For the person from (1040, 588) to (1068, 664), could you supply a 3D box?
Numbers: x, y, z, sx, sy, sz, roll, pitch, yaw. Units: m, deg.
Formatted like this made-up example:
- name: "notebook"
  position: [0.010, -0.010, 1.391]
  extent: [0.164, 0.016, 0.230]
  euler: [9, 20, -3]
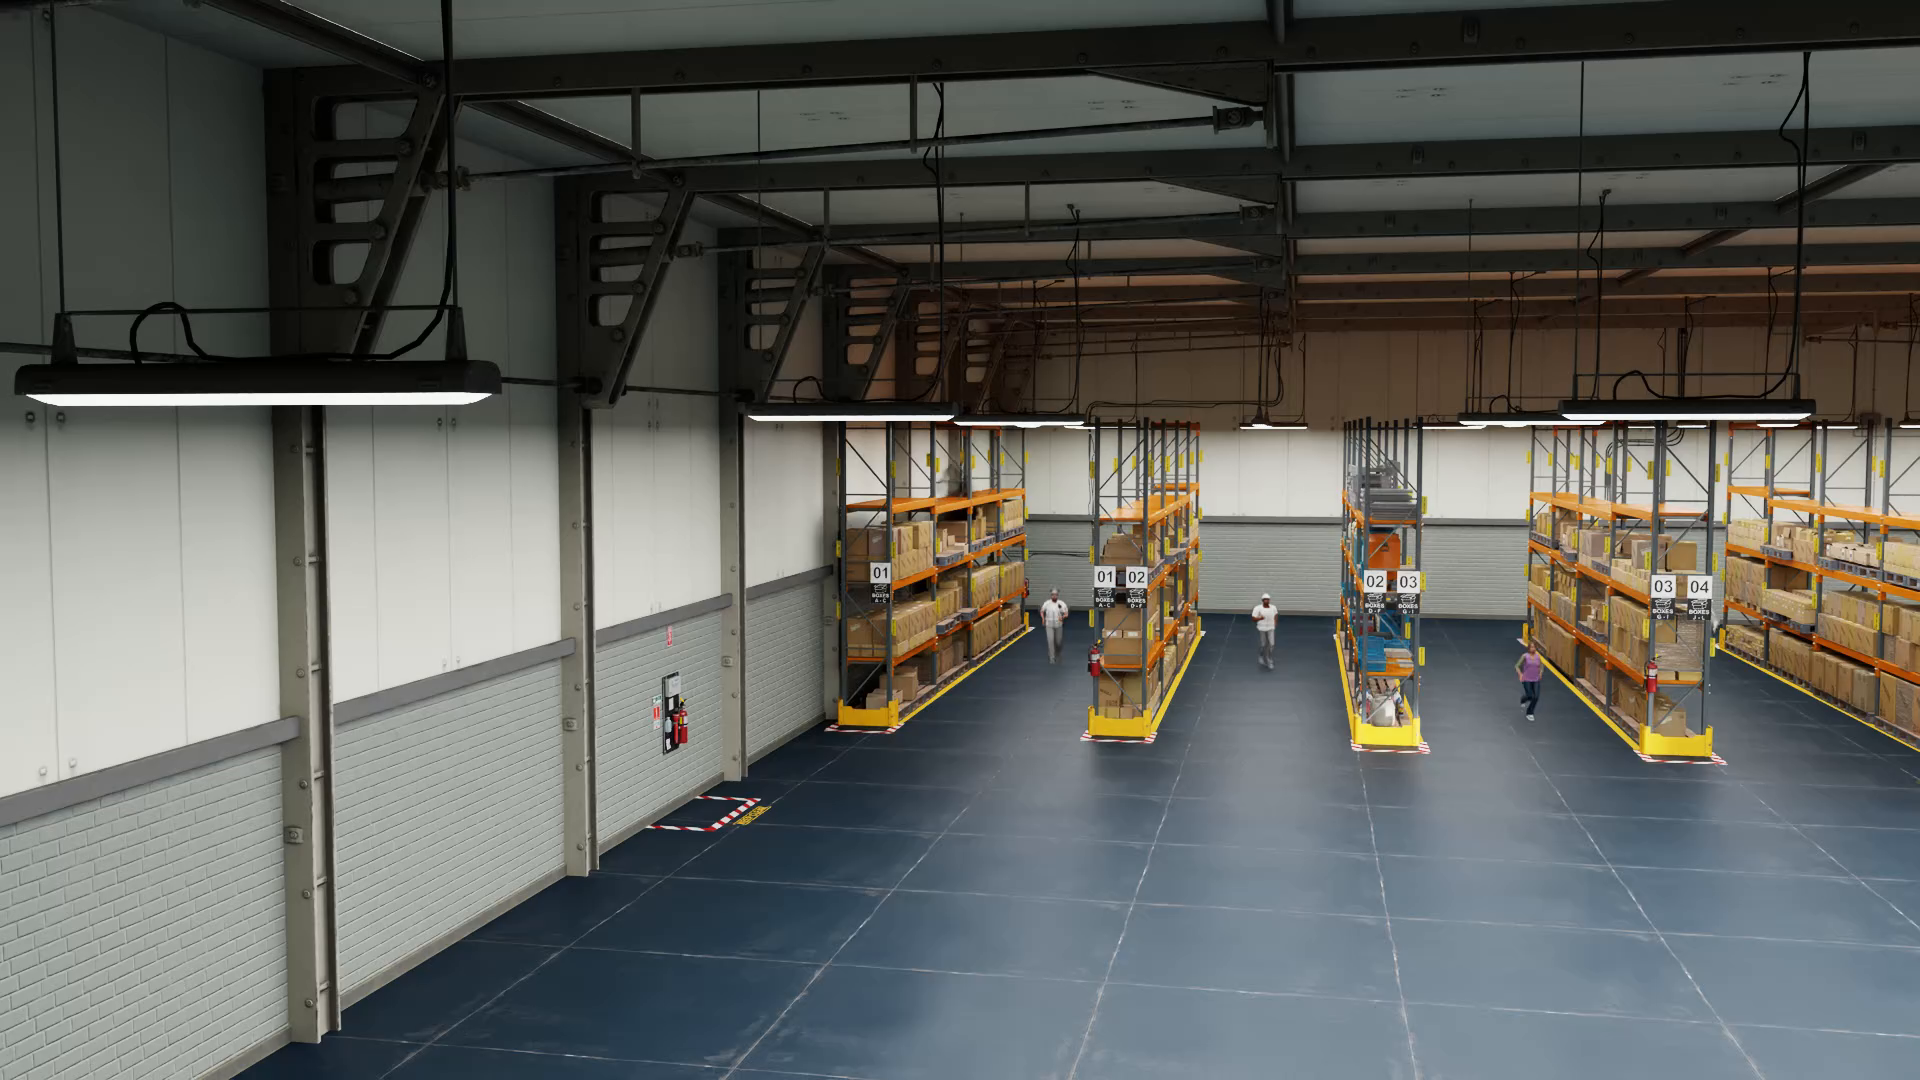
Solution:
- name: "person"
  position: [2.213, 2.026, 39.197]
  extent: [0.672, 1.781, 0.717]
  euler: [0, 4, 4]

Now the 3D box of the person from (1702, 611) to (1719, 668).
- name: "person"
  position: [18.212, 2.271, 40.645]
  extent: [0.625, 1.672, 0.676]
  euler: [1, 4, 14]

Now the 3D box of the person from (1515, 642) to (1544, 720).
- name: "person"
  position: [11.365, 2.805, 33.114]
  extent: [0.544, 1.558, 0.547]
  euler: [0, 4, -1]

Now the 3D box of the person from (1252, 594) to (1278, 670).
- name: "person"
  position: [7.423, 2.204, 40.375]
  extent: [0.684, 1.809, 0.802]
  euler: [0, 4, -2]
